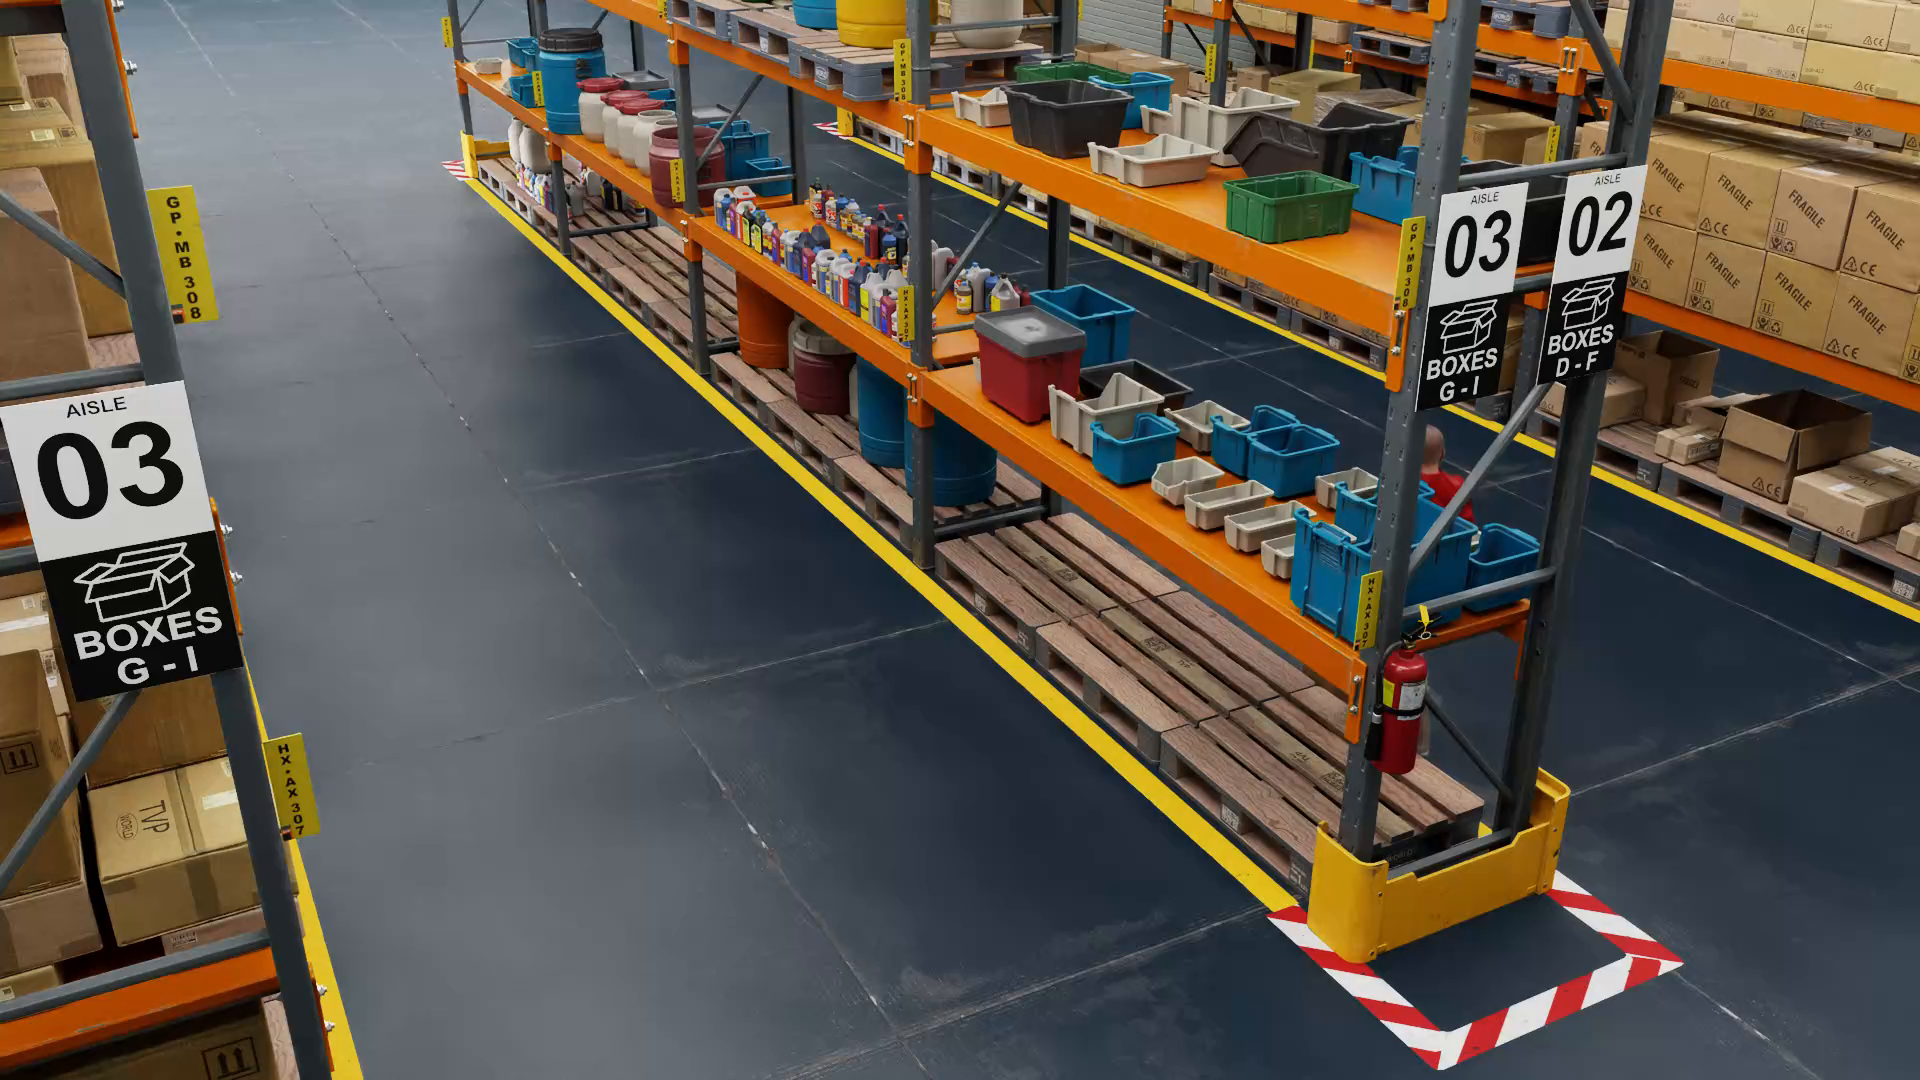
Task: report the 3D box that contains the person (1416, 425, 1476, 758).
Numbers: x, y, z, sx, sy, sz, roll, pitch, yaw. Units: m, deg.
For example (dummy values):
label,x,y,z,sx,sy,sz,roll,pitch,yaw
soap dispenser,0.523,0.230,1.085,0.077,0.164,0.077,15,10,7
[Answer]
label,x,y,z,sx,sy,sz,roll,pitch,yaw
person,2.130,0.276,8.092,0.688,1.785,0.502,21,32,37
